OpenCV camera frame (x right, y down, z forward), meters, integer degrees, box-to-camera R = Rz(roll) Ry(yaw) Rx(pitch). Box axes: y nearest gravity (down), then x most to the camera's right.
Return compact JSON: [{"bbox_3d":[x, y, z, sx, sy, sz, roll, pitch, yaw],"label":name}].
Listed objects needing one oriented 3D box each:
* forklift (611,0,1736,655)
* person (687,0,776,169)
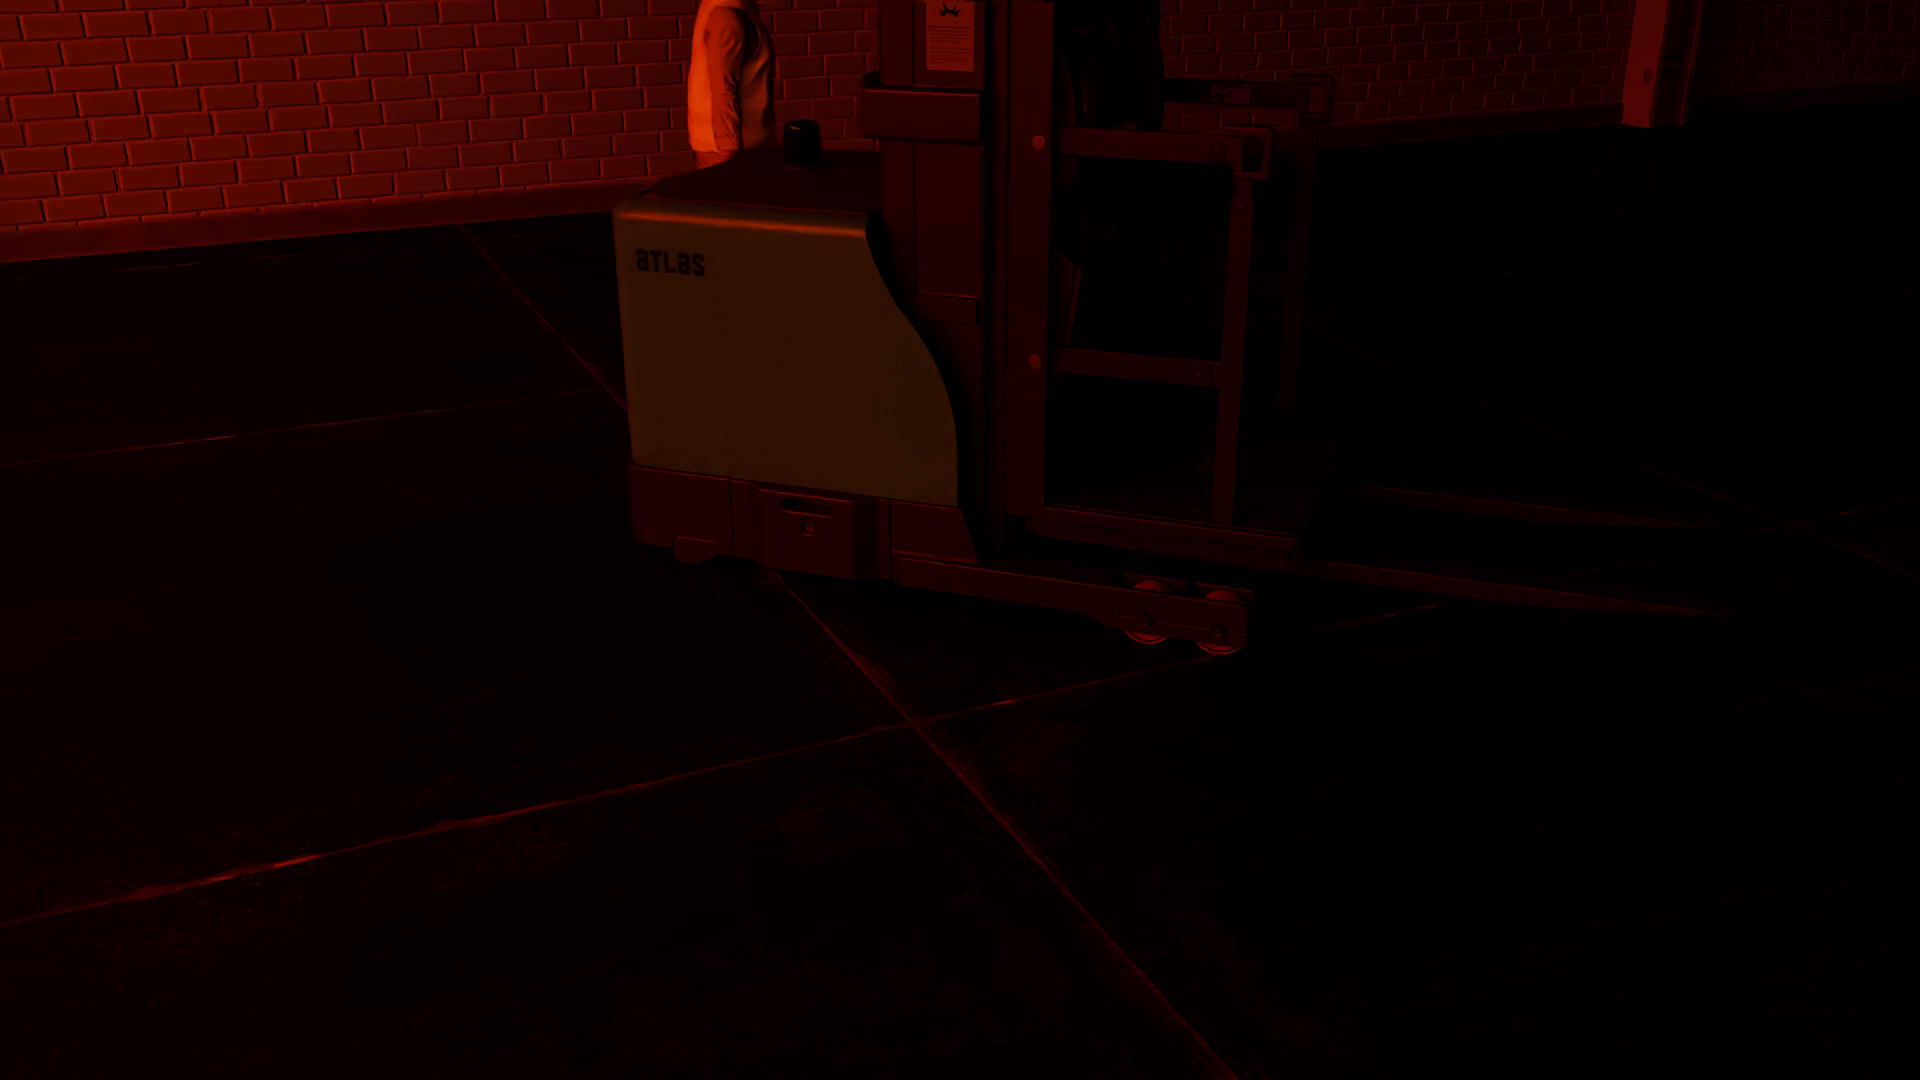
[{"bbox_3d":[0.593,-1.280,4.367,3.031,2.935,1.130,8,24,18],"label":"forklift"},{"bbox_3d":[-0.872,-1.607,6.706,0.442,1.744,0.823,-5,23,-11],"label":"person"}]
